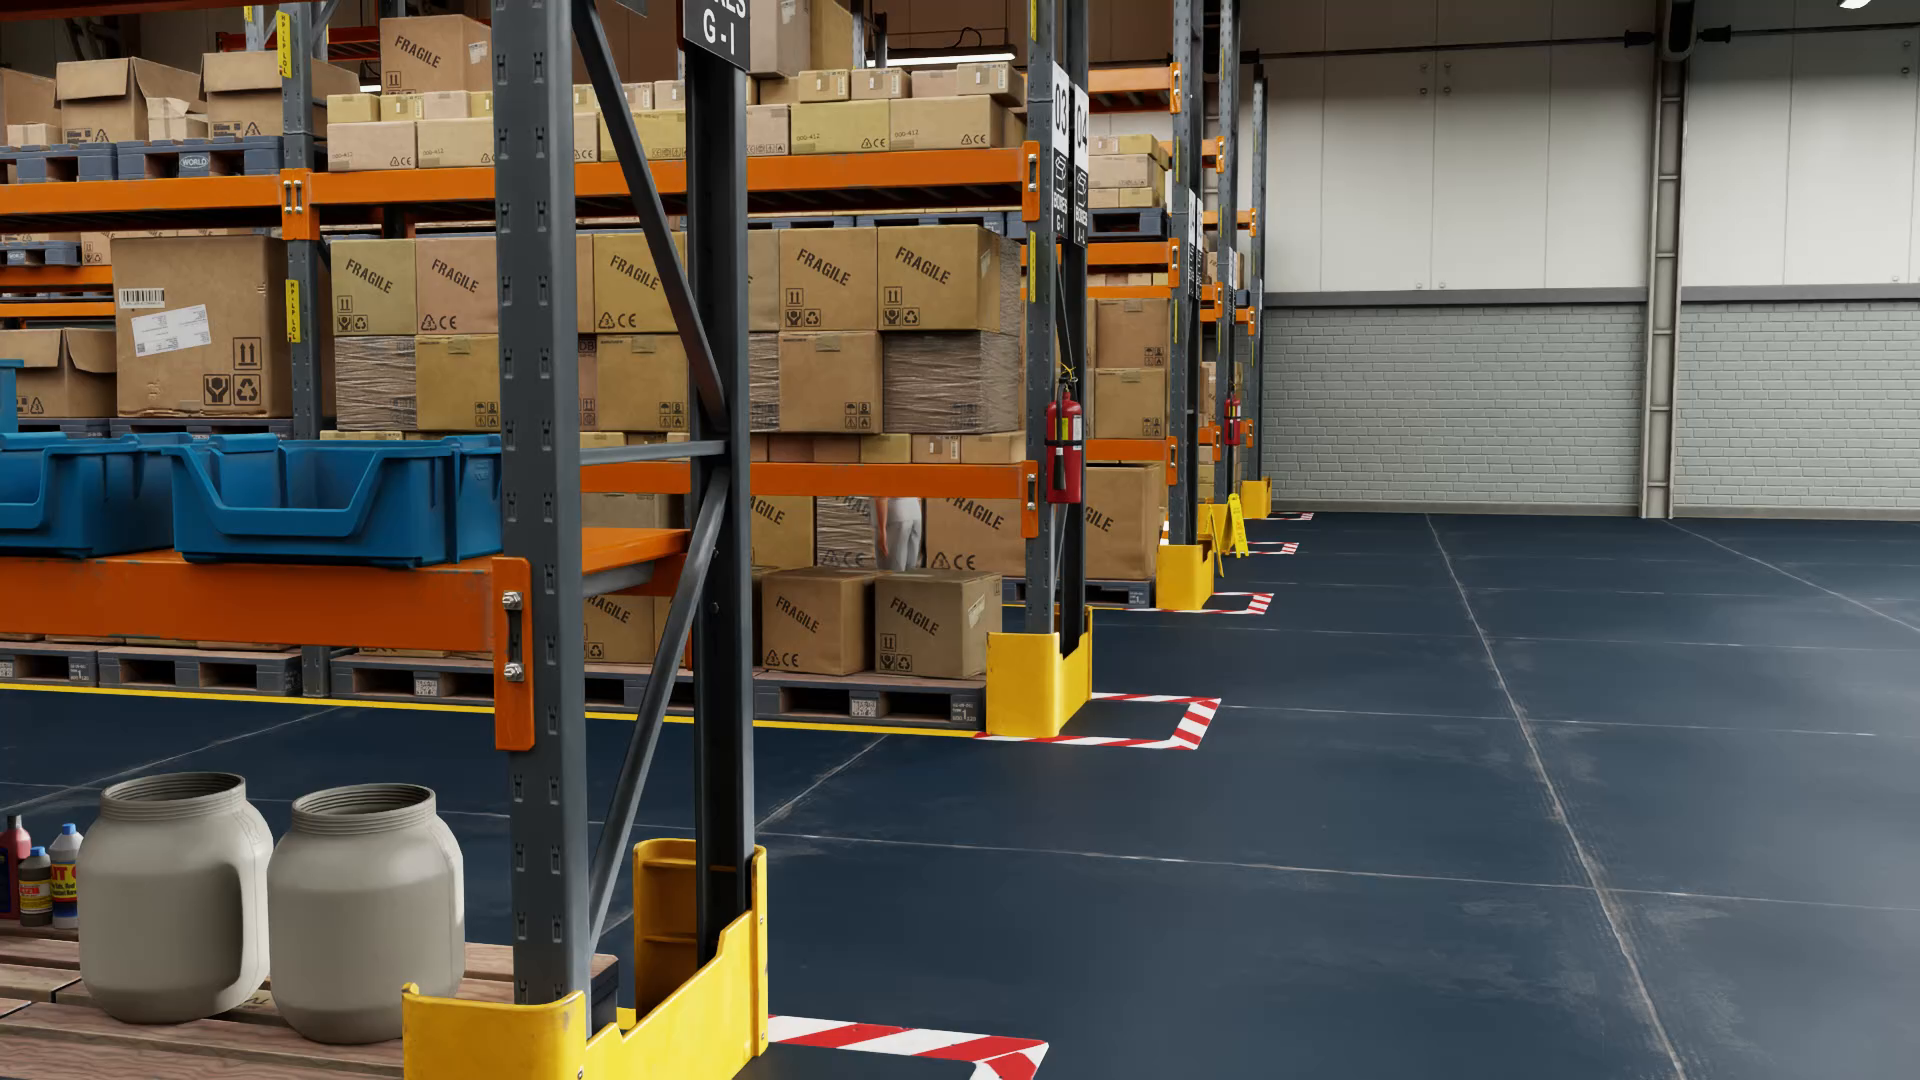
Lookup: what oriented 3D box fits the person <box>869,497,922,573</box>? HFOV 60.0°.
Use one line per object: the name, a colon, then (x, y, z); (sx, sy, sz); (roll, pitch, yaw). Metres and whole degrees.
person: (-0.313, -0.066, 10.025); (0.528, 1.667, 0.516); (3, 6, 29)
